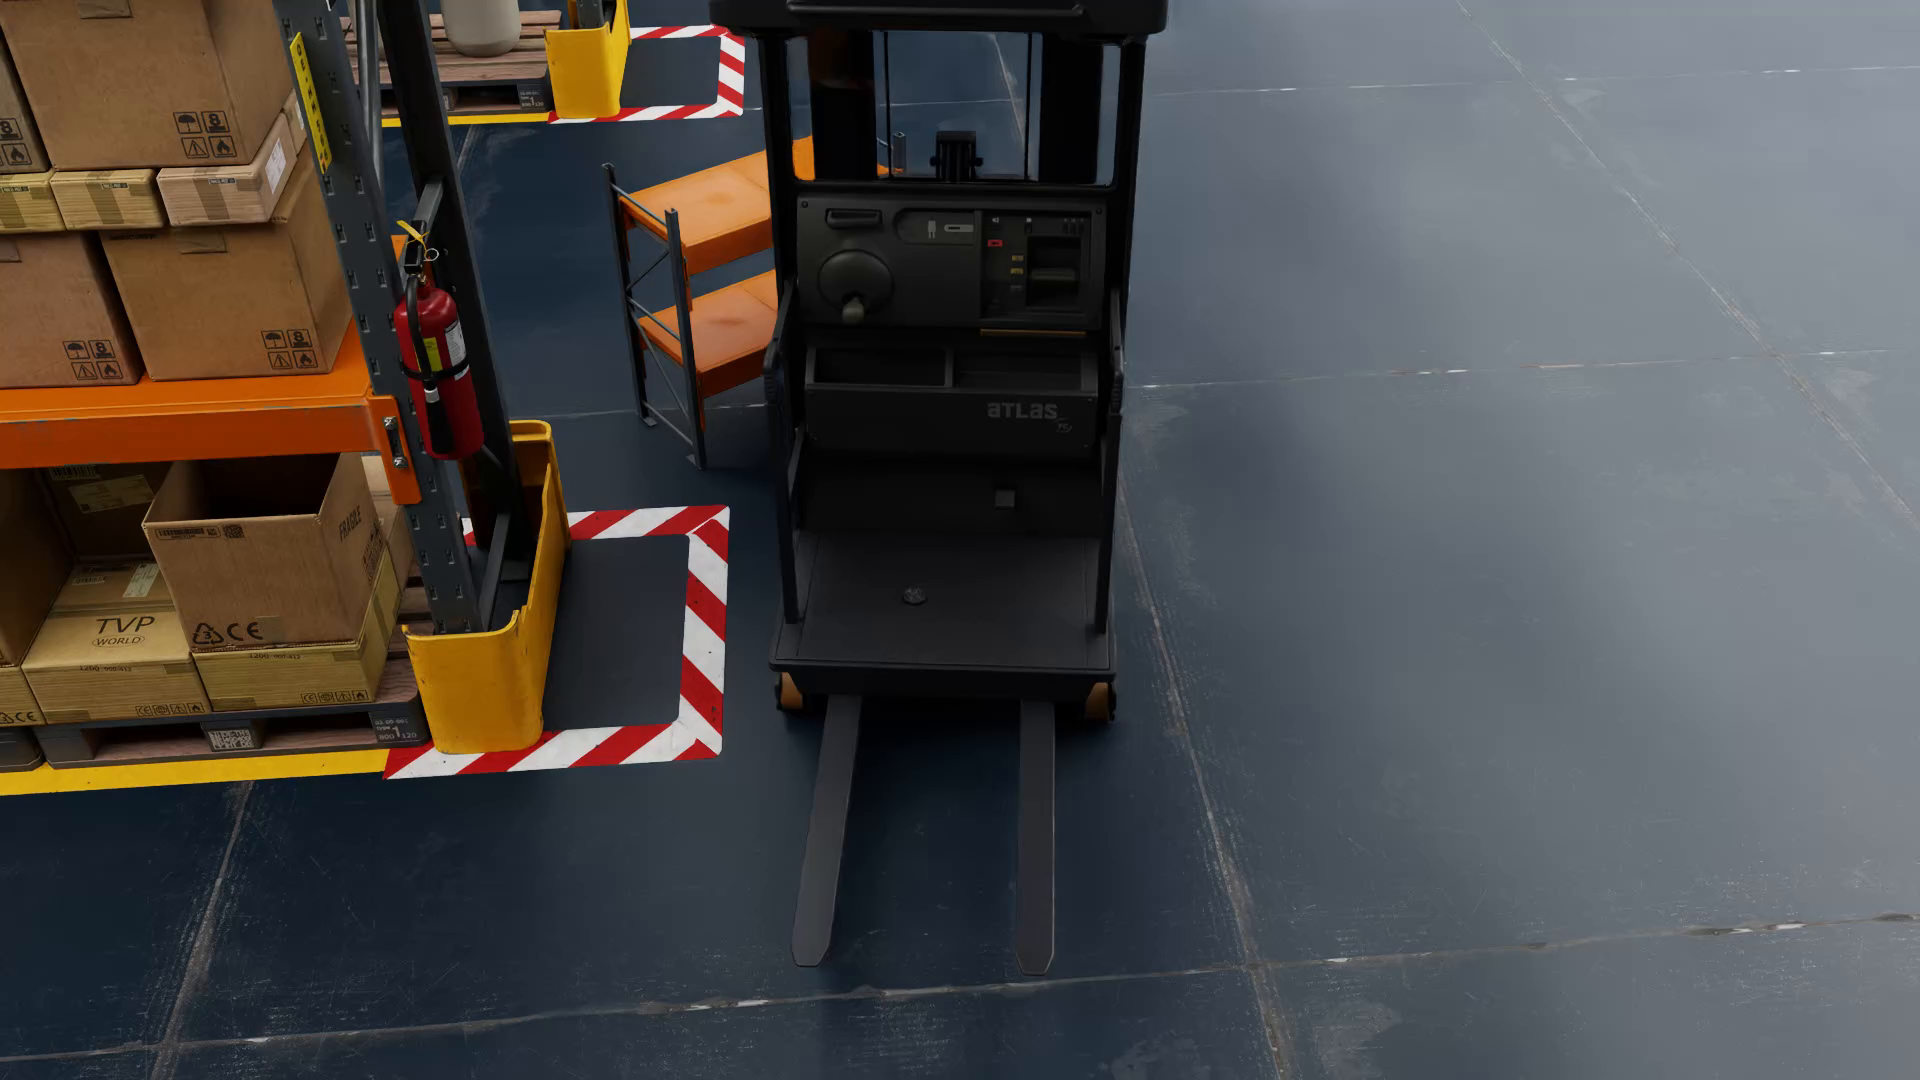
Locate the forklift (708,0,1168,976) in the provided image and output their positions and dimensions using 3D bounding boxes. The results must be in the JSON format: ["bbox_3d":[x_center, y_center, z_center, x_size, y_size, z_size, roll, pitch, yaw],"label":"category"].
[{"bbox_3d":[-0.035,-0.764,4.853,1.130,2.935,3.031,2,38,2],"label":"forklift"}]

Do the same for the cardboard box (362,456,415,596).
[{"bbox_3d":[-2.165,-0.042,5.763,0.500,0.250,0.500,-3,38,-4],"label":"cardboard box"}]

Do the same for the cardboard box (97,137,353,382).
[{"bbox_3d":[-2.078,-0.871,4.851,0.500,0.500,0.700,-3,38,-4],"label":"cardboard box"}]

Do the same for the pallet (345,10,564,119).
[{"bbox_3d":[-2.928,-2.736,9.548,1.213,0.211,1.003,-3,38,-4],"label":"pallet"}]

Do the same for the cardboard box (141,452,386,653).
[{"bbox_3d":[-2.119,-0.016,5.124,0.500,0.500,0.500,-3,38,-4],"label":"cardboard box"}]

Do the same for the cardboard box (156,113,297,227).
[{"bbox_3d":[-1.975,-1.005,4.497,0.250,0.149,0.380,-4,38,-5],"label":"cardboard box"}]

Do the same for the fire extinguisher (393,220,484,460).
[{"bbox_3d":[-1.453,-0.539,4.574,0.183,0.674,0.296,-3,38,-4],"label":"fire extinguisher"}]

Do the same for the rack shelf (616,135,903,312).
[{"bbox_3d":[-0.774,-1.270,6.479,1.000,0.278,0.538,-26,45,-29],"label":"rack shelf"}]

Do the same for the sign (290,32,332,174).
[{"bbox_3d":[-1.577,-1.061,4.047,0.005,0.325,0.100,-3,38,-4],"label":"sign"}]

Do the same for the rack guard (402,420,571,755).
[{"bbox_3d":[-1.588,0.131,5.681,0.348,0.500,1.175,-3,38,-4],"label":"rack guard"}]

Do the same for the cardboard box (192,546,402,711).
[{"bbox_3d":[-2.120,0.277,5.358,0.500,0.250,0.500,-3,38,-4],"label":"cardboard box"}]

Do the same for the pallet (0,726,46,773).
[{"bbox_3d":[-3.582,0.378,5.600,1.213,0.211,1.003,-3,38,-4],"label":"pallet"}]

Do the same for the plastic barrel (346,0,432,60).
[{"bbox_3d":[-3.195,-2.983,9.278,0.421,0.512,0.421,0,38,0],"label":"plastic barrel"}]

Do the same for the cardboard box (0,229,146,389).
[{"bbox_3d":[-2.600,-0.839,4.811,0.500,0.500,0.700,-2,38,-3],"label":"cardboard box"}]

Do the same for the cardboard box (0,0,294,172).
[{"bbox_3d":[-2.130,-1.377,4.446,0.500,0.500,0.700,-3,38,-4],"label":"cardboard box"}]

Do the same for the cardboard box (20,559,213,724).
[{"bbox_3d":[-2.617,0.312,5.314,0.500,0.250,0.500,-3,38,-4],"label":"cardboard box"}]

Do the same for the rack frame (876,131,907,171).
[{"bbox_3d":[-0.376,-1.236,6.909,0.032,1.125,0.500,-26,45,-29],"label":"rack frame"}]

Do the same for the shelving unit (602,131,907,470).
[{"bbox_3d":[-0.774,-1.040,6.661,1.048,1.125,0.538,-26,45,-29],"label":"shelving unit"}]

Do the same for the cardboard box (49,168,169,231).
[{"bbox_3d":[-2.236,-0.989,4.478,0.250,0.149,0.380,-2,38,-3],"label":"cardboard box"}]

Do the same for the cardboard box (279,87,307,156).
[{"bbox_3d":[-2.022,-1.254,4.814,0.250,0.149,0.380,-3,38,-4],"label":"cardboard box"}]

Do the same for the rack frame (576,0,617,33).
[{"bbox_3d":[-2.047,-3.906,8.778,0.127,3.000,1.000,-3,38,-4],"label":"rack frame"}]

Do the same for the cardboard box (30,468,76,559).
[{"bbox_3d":[-3.160,-0.273,5.450,0.500,0.500,0.500,-3,38,-4],"label":"cardboard box"}]

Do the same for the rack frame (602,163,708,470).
[{"bbox_3d":[-1.172,-0.844,6.412,0.032,1.125,0.500,-26,45,-29],"label":"rack frame"}]

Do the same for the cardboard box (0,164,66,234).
[{"bbox_3d":[-2.491,-0.975,4.460,0.250,0.149,0.380,-4,38,-5],"label":"cardboard box"}]

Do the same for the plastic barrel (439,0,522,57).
[{"bbox_3d":[-2.695,-3.011,9.313,0.421,0.512,0.421,0,38,0],"label":"plastic barrel"}]

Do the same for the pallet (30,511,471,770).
[{"bbox_3d":[-2.370,0.313,5.682,1.213,0.211,1.003,-3,38,-4],"label":"pallet"}]

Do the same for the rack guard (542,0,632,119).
[{"bbox_3d":[-2.118,-2.891,9.511,0.348,0.500,1.175,-3,38,-4],"label":"rack guard"}]

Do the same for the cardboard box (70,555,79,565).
[{"bbox_3d":[-3.161,0.014,5.691,0.500,0.250,0.500,-3,38,-4],"label":"cardboard box"}]

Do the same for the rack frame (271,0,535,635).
[{"bbox_3d":[-1.612,-0.849,4.905,0.127,3.000,1.000,-3,38,-4],"label":"rack frame"}]

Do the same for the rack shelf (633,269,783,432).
[{"bbox_3d":[-0.774,-0.848,6.812,1.000,0.278,0.538,-26,45,-29],"label":"rack shelf"}]

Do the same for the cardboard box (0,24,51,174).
[{"bbox_3d":[-2.654,-1.345,4.405,0.500,0.500,0.700,-4,38,-5],"label":"cardboard box"}]

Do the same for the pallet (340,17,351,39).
[{"bbox_3d":[-4.140,-2.671,9.465,1.213,0.211,1.003,-3,38,-4],"label":"pallet"}]

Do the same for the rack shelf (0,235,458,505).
[{"bbox_3d":[-3.604,-0.457,4.988,4.000,0.370,1.077,-3,38,-4],"label":"rack shelf"}]

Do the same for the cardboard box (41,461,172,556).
[{"bbox_3d":[-2.663,-0.308,5.494,0.500,0.500,0.500,-3,38,-4],"label":"cardboard box"}]

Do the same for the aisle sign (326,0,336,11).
[{"bbox_3d":[-1.520,-1.692,3.874,0.004,0.787,0.394,-3,38,-4],"label":"aisle sign"}]

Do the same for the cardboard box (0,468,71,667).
[{"bbox_3d":[-3.114,0.048,5.043,0.500,0.500,0.500,-3,38,-4],"label":"cardboard box"}]

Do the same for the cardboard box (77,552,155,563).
[{"bbox_3d":[-2.663,-0.013,5.725,0.500,0.250,0.500,-3,38,-4],"label":"cardboard box"}]

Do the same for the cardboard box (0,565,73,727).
[{"bbox_3d":[-3.114,0.340,5.278,0.500,0.250,0.500,-3,38,-4],"label":"cardboard box"}]
